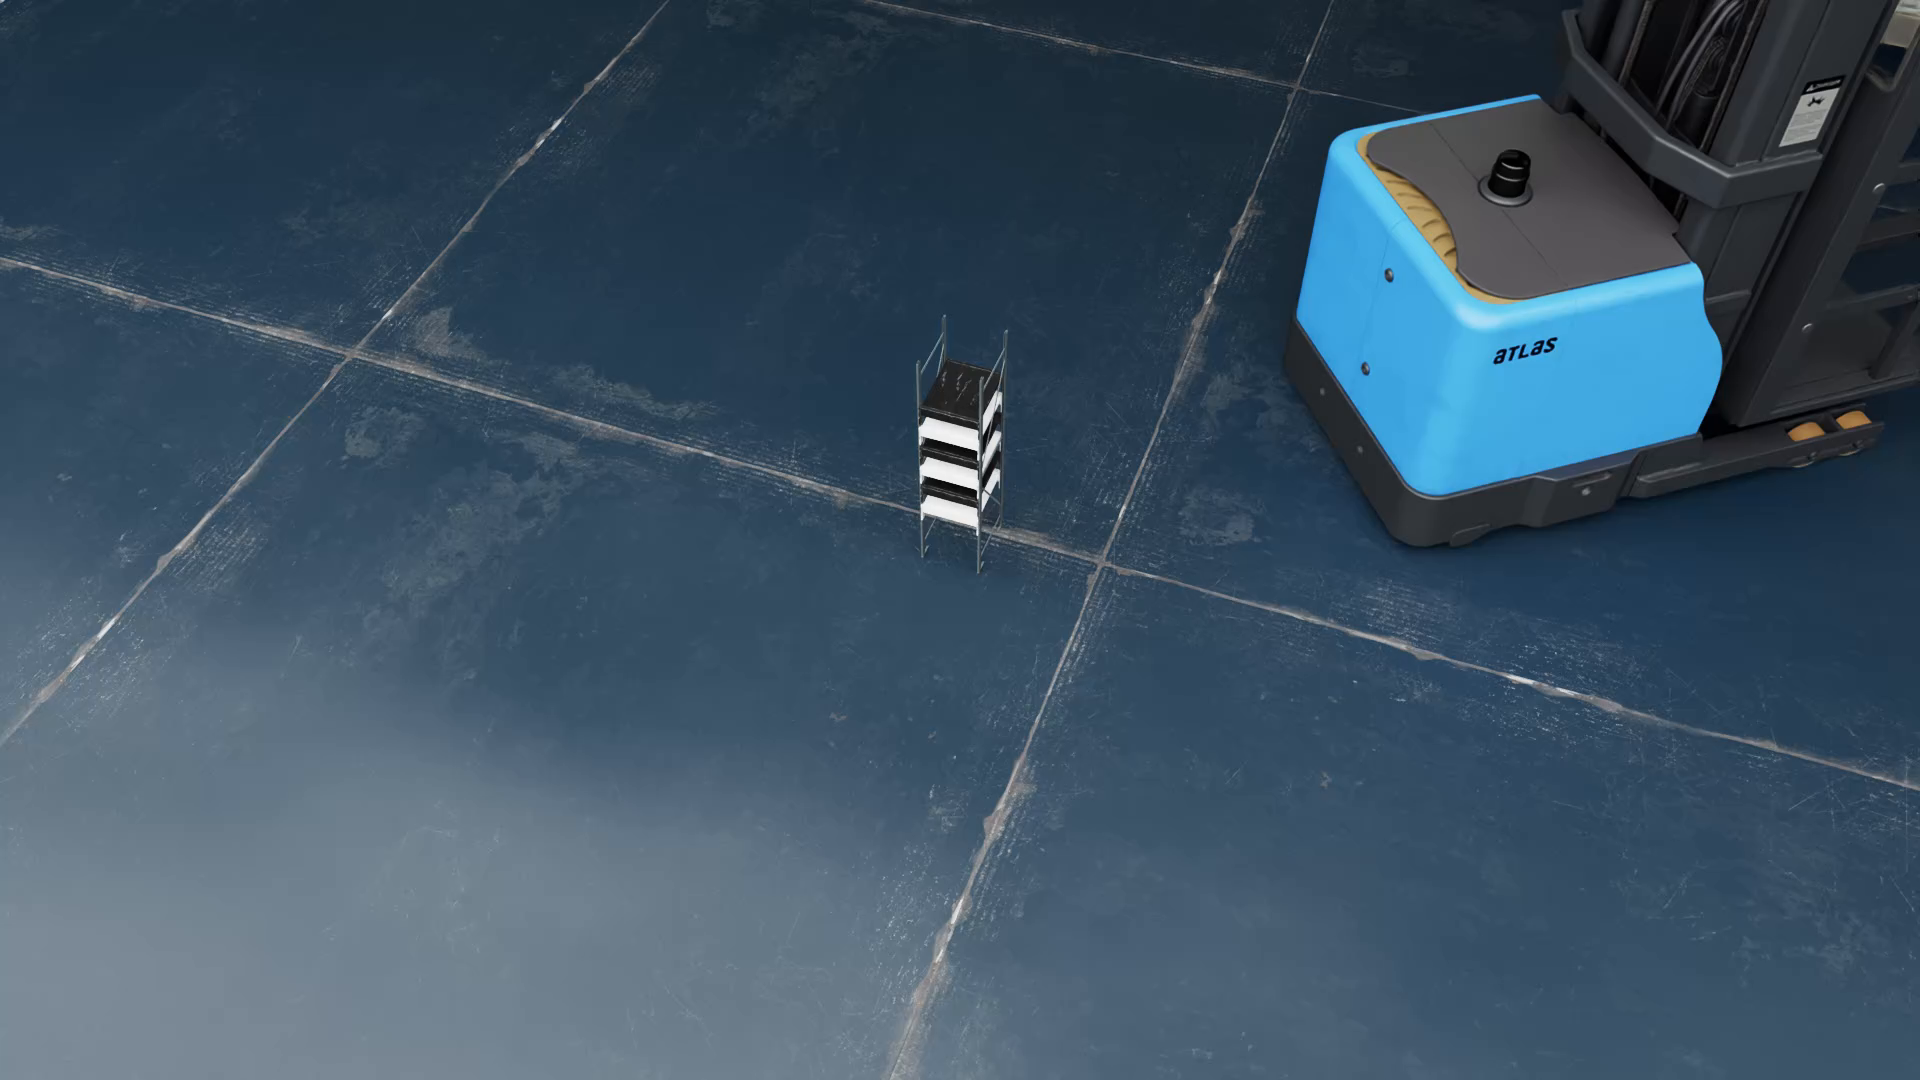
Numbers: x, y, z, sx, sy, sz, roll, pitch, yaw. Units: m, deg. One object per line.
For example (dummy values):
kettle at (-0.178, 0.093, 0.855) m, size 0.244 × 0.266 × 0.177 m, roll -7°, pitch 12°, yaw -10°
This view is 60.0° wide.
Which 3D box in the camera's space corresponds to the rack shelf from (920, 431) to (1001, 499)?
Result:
rack shelf at (0.008, -0.271, 5.433) m, size 0.200 × 0.077 × 0.258 m, roll 16°, pitch 51°, yaw 13°

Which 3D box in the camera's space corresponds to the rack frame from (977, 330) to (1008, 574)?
rack frame at (0.103, -0.266, 5.385) m, size 0.006 × 0.900 × 0.240 m, roll 16°, pitch 51°, yaw 13°

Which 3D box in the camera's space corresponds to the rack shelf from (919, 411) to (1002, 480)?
rack shelf at (0.008, -0.330, 5.365) m, size 0.200 × 0.077 × 0.258 m, roll 16°, pitch 51°, yaw 13°

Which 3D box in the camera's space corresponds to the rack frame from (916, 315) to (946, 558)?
rack frame at (-0.088, -0.319, 5.431) m, size 0.006 × 0.900 × 0.240 m, roll 16°, pitch 51°, yaw 13°

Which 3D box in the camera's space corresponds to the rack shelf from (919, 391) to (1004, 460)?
rack shelf at (0.008, -0.389, 5.297) m, size 0.200 × 0.077 × 0.258 m, roll 16°, pitch 51°, yaw 13°

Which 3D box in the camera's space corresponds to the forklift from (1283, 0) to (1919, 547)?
forklift at (2.783, -1.590, 5.188) m, size 3.031 × 2.935 × 1.130 m, roll -13°, pitch 50°, yaw -11°

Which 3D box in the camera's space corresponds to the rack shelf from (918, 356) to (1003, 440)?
rack shelf at (0.008, -0.448, 5.229) m, size 0.200 × 0.077 × 0.258 m, roll 16°, pitch 51°, yaw 13°

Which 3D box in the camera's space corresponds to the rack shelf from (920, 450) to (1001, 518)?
rack shelf at (0.008, -0.212, 5.501) m, size 0.200 × 0.077 × 0.258 m, roll 16°, pitch 51°, yaw 13°

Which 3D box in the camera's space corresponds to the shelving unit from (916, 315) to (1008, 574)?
shelving unit at (0.008, -0.293, 5.408) m, size 0.210 × 0.900 × 0.258 m, roll 16°, pitch 51°, yaw 13°

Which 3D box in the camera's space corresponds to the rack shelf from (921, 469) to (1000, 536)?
rack shelf at (0.008, -0.153, 5.569) m, size 0.200 × 0.077 × 0.258 m, roll 16°, pitch 51°, yaw 13°
